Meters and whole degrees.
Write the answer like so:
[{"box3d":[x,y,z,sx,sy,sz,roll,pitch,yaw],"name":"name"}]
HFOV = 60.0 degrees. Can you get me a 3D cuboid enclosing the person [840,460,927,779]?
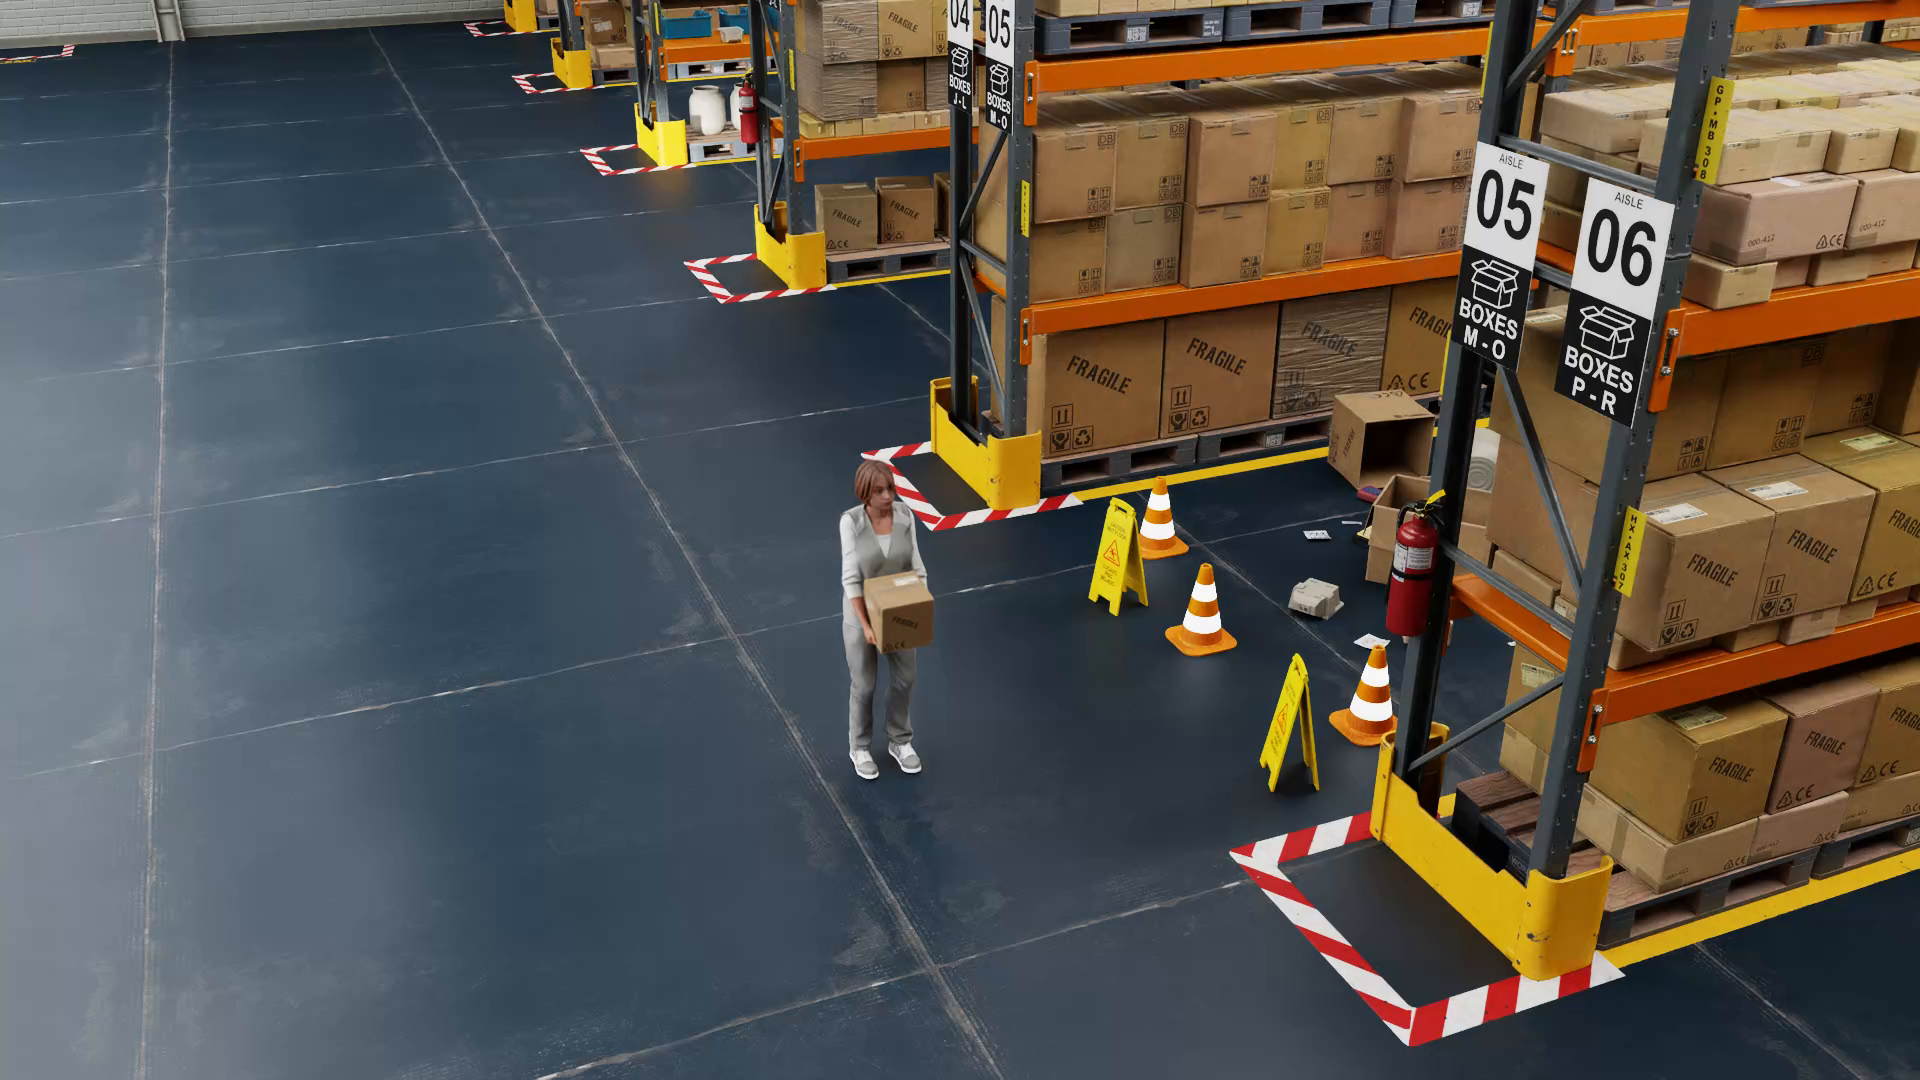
[{"box3d":[-0.348,0.407,7.807,0.405,1.595,0.490,-10,28,-20],"name":"person"}]
